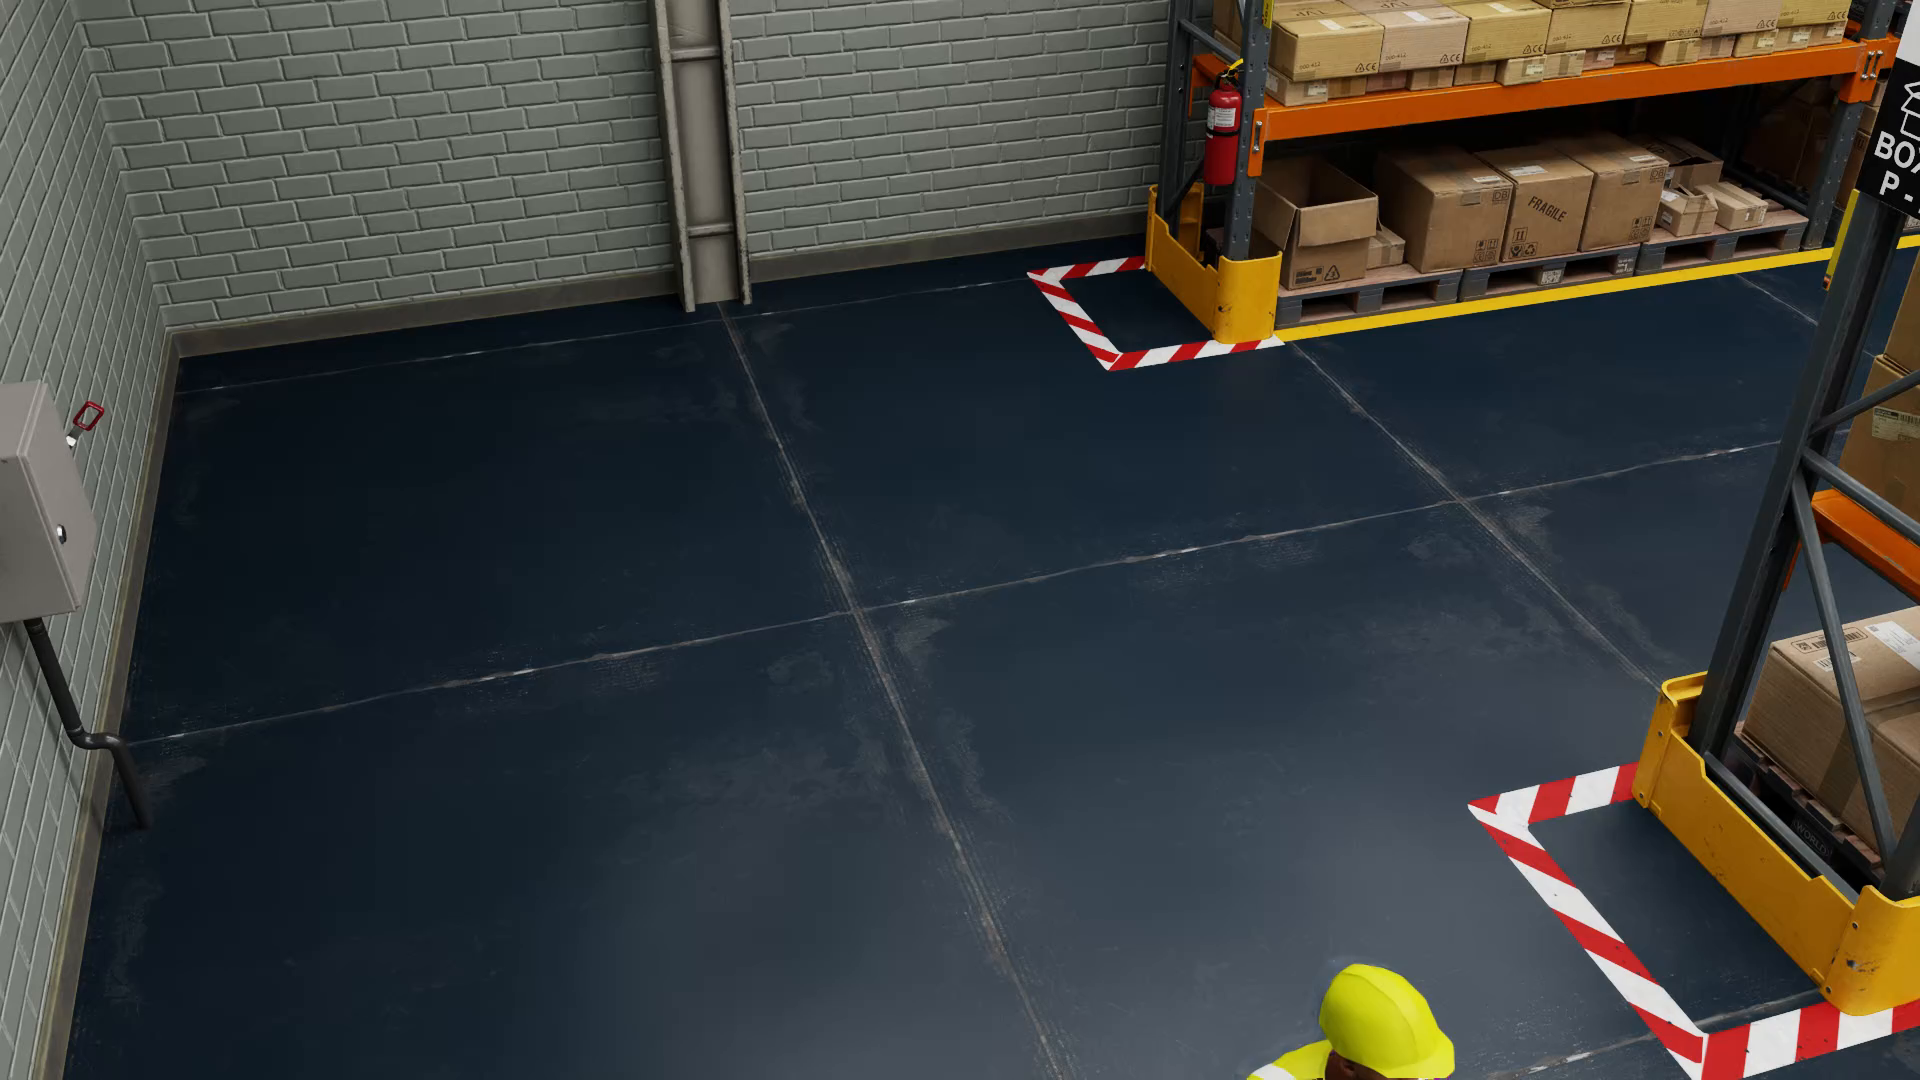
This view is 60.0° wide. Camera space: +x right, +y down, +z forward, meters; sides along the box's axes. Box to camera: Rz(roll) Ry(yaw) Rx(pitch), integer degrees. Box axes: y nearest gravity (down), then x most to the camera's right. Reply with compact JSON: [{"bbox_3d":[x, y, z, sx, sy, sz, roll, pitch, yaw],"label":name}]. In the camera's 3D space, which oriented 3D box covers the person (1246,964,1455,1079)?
[{"bbox_3d":[0.811,1.583,3.756,0.590,1.720,1.048,-12,35,-17],"label":"person"}]
